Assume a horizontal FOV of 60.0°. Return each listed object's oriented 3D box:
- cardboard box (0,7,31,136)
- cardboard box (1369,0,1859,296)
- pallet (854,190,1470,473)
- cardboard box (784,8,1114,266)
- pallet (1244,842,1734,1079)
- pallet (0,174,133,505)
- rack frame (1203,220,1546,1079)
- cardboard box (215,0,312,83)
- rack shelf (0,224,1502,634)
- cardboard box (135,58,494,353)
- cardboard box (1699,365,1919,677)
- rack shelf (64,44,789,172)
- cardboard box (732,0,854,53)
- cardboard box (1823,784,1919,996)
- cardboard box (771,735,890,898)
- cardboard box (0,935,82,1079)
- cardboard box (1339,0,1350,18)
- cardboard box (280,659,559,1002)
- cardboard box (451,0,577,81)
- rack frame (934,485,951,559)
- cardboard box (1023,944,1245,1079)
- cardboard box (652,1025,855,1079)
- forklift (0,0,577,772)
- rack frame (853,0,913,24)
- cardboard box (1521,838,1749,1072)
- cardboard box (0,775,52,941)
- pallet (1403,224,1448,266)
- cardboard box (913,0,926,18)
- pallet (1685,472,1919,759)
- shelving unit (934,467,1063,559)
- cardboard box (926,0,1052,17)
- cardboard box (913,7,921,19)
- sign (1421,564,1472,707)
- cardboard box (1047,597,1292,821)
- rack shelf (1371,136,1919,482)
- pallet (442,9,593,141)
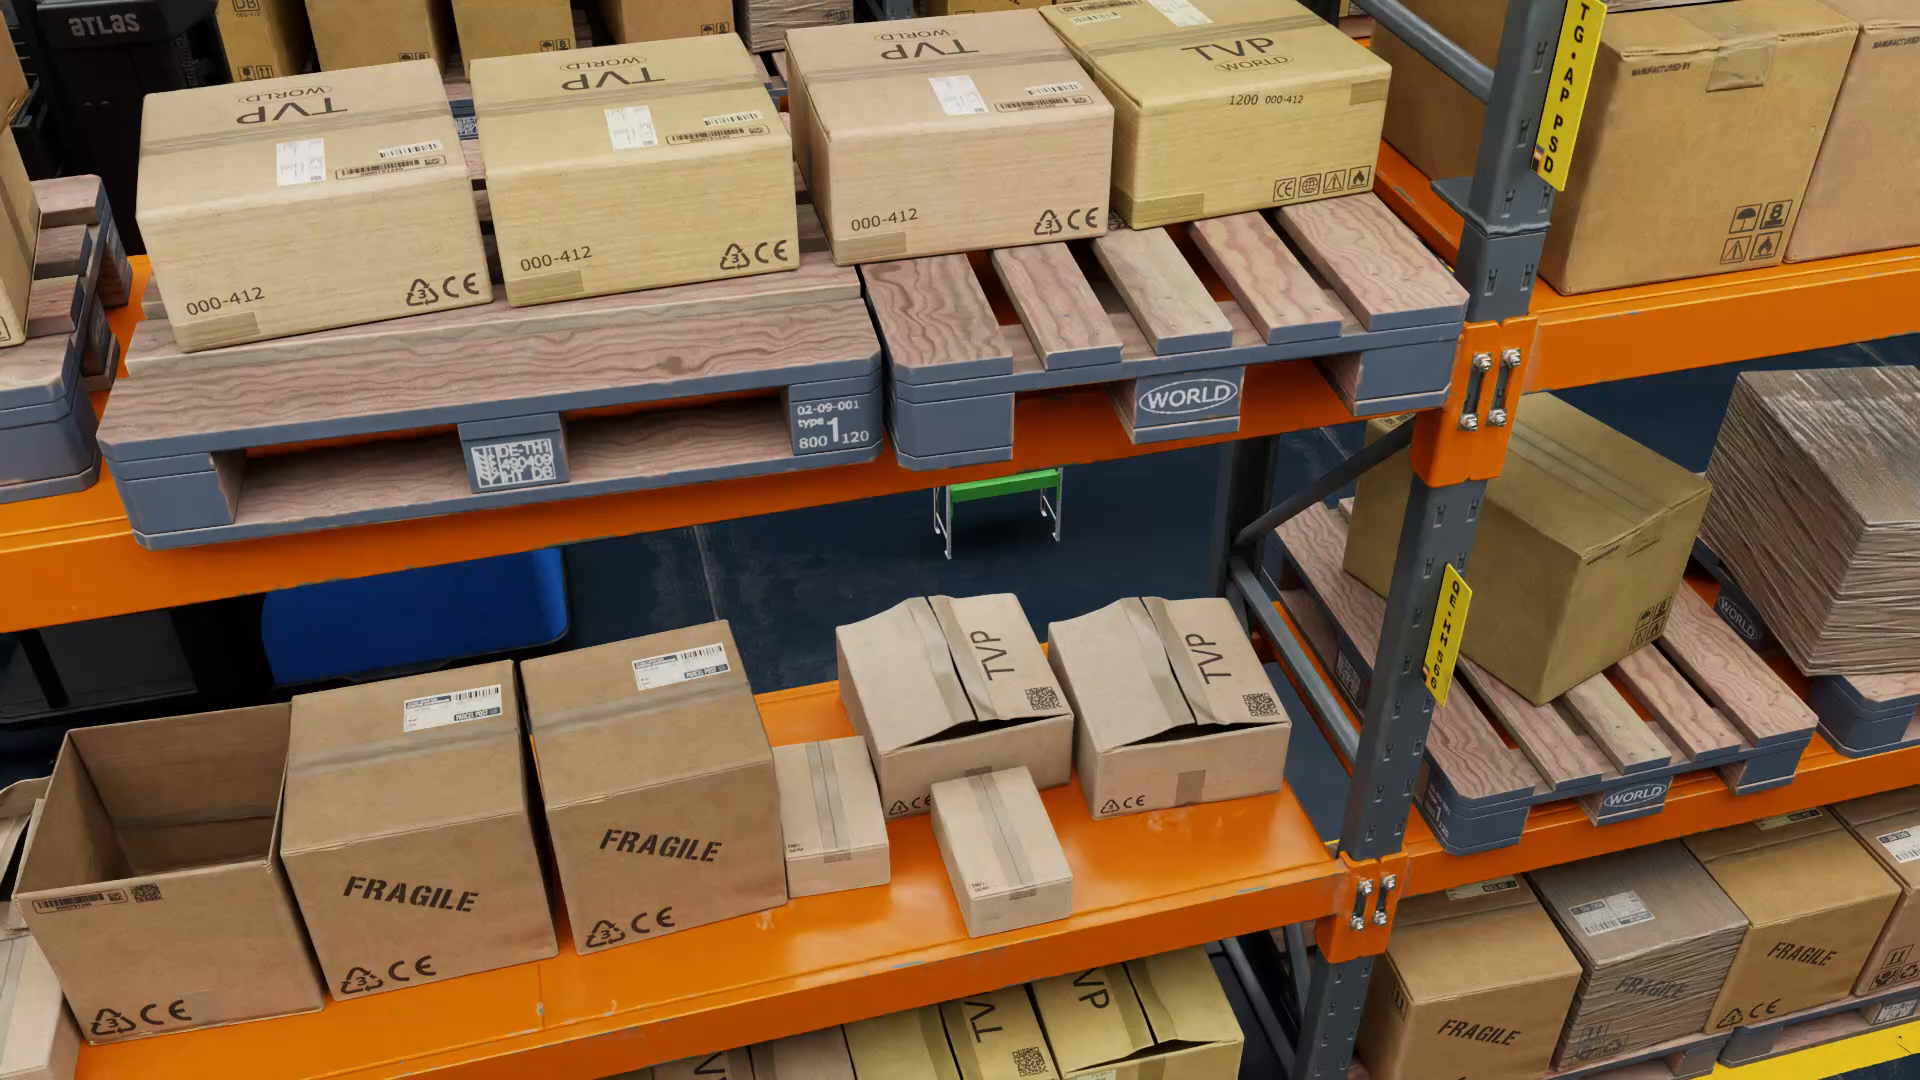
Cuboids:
[{"bbox_3d":[-1.821,-0.800,2.518,0.500,0.500,0.500,-6,38,-8],"label":"cardboard box"},{"bbox_3d":[1.304,-0.978,3.509,0.500,0.500,0.910,-9,38,-12],"label":"cardboard box"},{"bbox_3d":[0.259,-0.615,3.271,1.003,0.211,1.213,-8,38,-10],"label":"pallet"},{"bbox_3d":[-0.033,-0.758,3.082,0.500,0.250,0.500,-8,38,-11],"label":"cardboard box"},{"bbox_3d":[1.622,1.353,5.307,1.213,0.211,1.003,-9,38,-12],"label":"pallet"},{"bbox_3d":[-2.122,-0.287,2.846,1.217,0.209,0.805,-11,39,-14],"label":"pallet"},{"bbox_3d":[0.891,0.342,4.335,0.127,3.000,1.000,-9,38,-12],"label":"rack frame"},{"bbox_3d":[-3.224,-2.289,7.329,0.500,0.500,0.700,-6,38,-7],"label":"cardboard box"},{"bbox_3d":[-1.040,-0.247,3.228,4.000,0.370,1.077,-9,38,-12],"label":"rack shelf"},{"bbox_3d":[-1.109,-0.590,2.862,0.500,0.250,0.500,-12,39,-16],"label":"cardboard box"},{"bbox_3d":[2.403,-0.064,4.436,0.500,0.500,0.700,-3,37,-3],"label":"cardboard box"},{"bbox_3d":[-2.335,-1.961,7.937,4.000,0.370,1.077,-9,38,-12],"label":"rack shelf"},{"bbox_3d":[-0.855,-2.698,7.863,0.500,0.500,0.700,-14,40,-17],"label":"cardboard box"},{"bbox_3d":[2.897,1.007,5.160,0.500,0.500,0.500,-11,39,-13],"label":"cardboard box"},{"bbox_3d":[-0.325,0.676,4.104,0.250,0.149,0.380,-7,38,-9],"label":"cardboard box"},{"bbox_3d":[-2.062,1.055,3.609,0.250,0.149,0.380,-9,38,-12],"label":"cardboard box"},{"bbox_3d":[1.620,-2.899,8.227,0.500,0.500,0.500,-8,38,-11],"label":"cardboard box"},{"bbox_3d":[-1.233,0.661,3.835,0.500,0.500,0.500,-9,38,-12],"label":"cardboard box"},{"bbox_3d":[-2.052,-2.487,7.588,0.500,0.500,0.700,-9,38,-12],"label":"cardboard box"},{"bbox_3d":[-0.076,-0.464,6.869,0.015,1.200,0.240,-9,38,-12],"label":"rack frame"},{"bbox_3d":[0.450,1.272,4.575,0.500,0.311,0.500,-8,38,-11],"label":"cardboard box"},{"bbox_3d":[-0.538,1.436,4.360,0.500,0.311,0.500,-10,38,-12],"label":"cardboard box"},{"bbox_3d":[-3.054,-0.624,5.654,3.031,2.935,1.130,-9,38,-11],"label":"forklift"},{"bbox_3d":[-0.404,-2.563,8.132,0.127,3.000,1.000,-9,38,-12],"label":"rack frame"},{"bbox_3d":[1.909,1.169,4.948,0.500,0.500,0.500,-11,39,-14],"label":"cardboard box"},{"bbox_3d":[-2.169,0.782,3.870,0.258,0.266,0.396,-10,39,-13],"label":"cardboard box"},{"bbox_3d":[2.733,-1.923,9.590,1.213,0.211,1.003,-9,38,-12],"label":"pallet"},{"bbox_3d":[-0.017,-2.959,8.305,0.500,0.500,0.500,-9,38,-12],"label":"cardboard box"},{"bbox_3d":[2.768,0.107,4.799,1.213,0.211,1.003,-9,38,-12],"label":"pallet"},{"bbox_3d":[0.160,-0.503,6.920,0.503,1.200,0.258,-9,38,-12],"label":"shelving unit"},{"bbox_3d":[0.132,-2.656,7.910,0.500,0.500,0.500,-8,38,-11],"label":"cardboard box"},{"bbox_3d":[-0.156,-2.673,8.466,0.250,0.149,0.380,-9,38,-11],"label":"cardboard box"},{"bbox_3d":[1.039,0.207,3.558,0.005,0.325,0.100,-9,38,-12],"label":"sign"},{"bbox_3d":[0.529,0.409,4.320,0.500,0.311,0.500,-7,38,-9],"label":"cardboard box"},{"bbox_3d":[2.822,-0.881,4.056,4.000,0.370,1.077,-9,38,-12],"label":"rack shelf"},{"bbox_3d":[-2.304,-2.150,7.749,1.213,0.211,1.003,-9,38,-12],"label":"pallet"}]
